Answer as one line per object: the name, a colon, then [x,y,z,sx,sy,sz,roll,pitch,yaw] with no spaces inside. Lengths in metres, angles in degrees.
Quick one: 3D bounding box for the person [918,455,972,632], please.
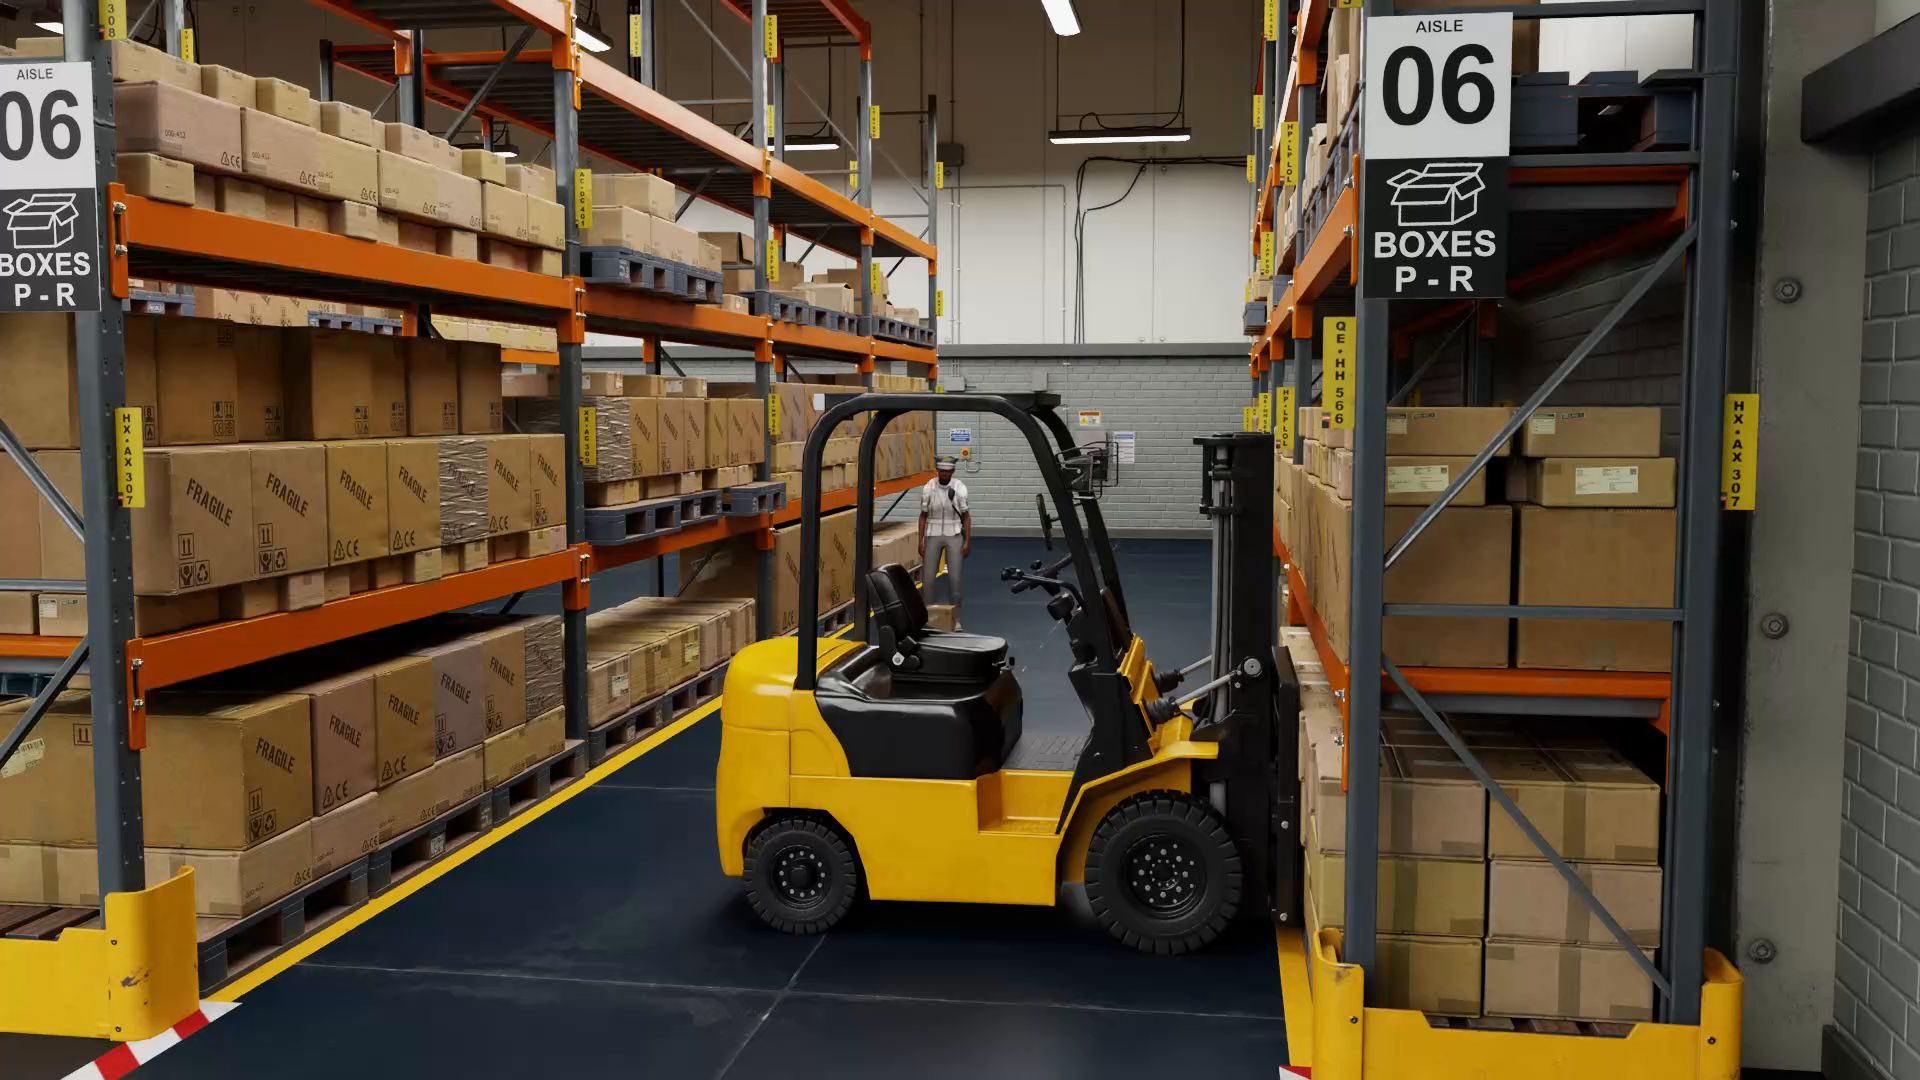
person: [-0.157,0.024,15.601,0.530,1.660,0.398,0,5,5]
